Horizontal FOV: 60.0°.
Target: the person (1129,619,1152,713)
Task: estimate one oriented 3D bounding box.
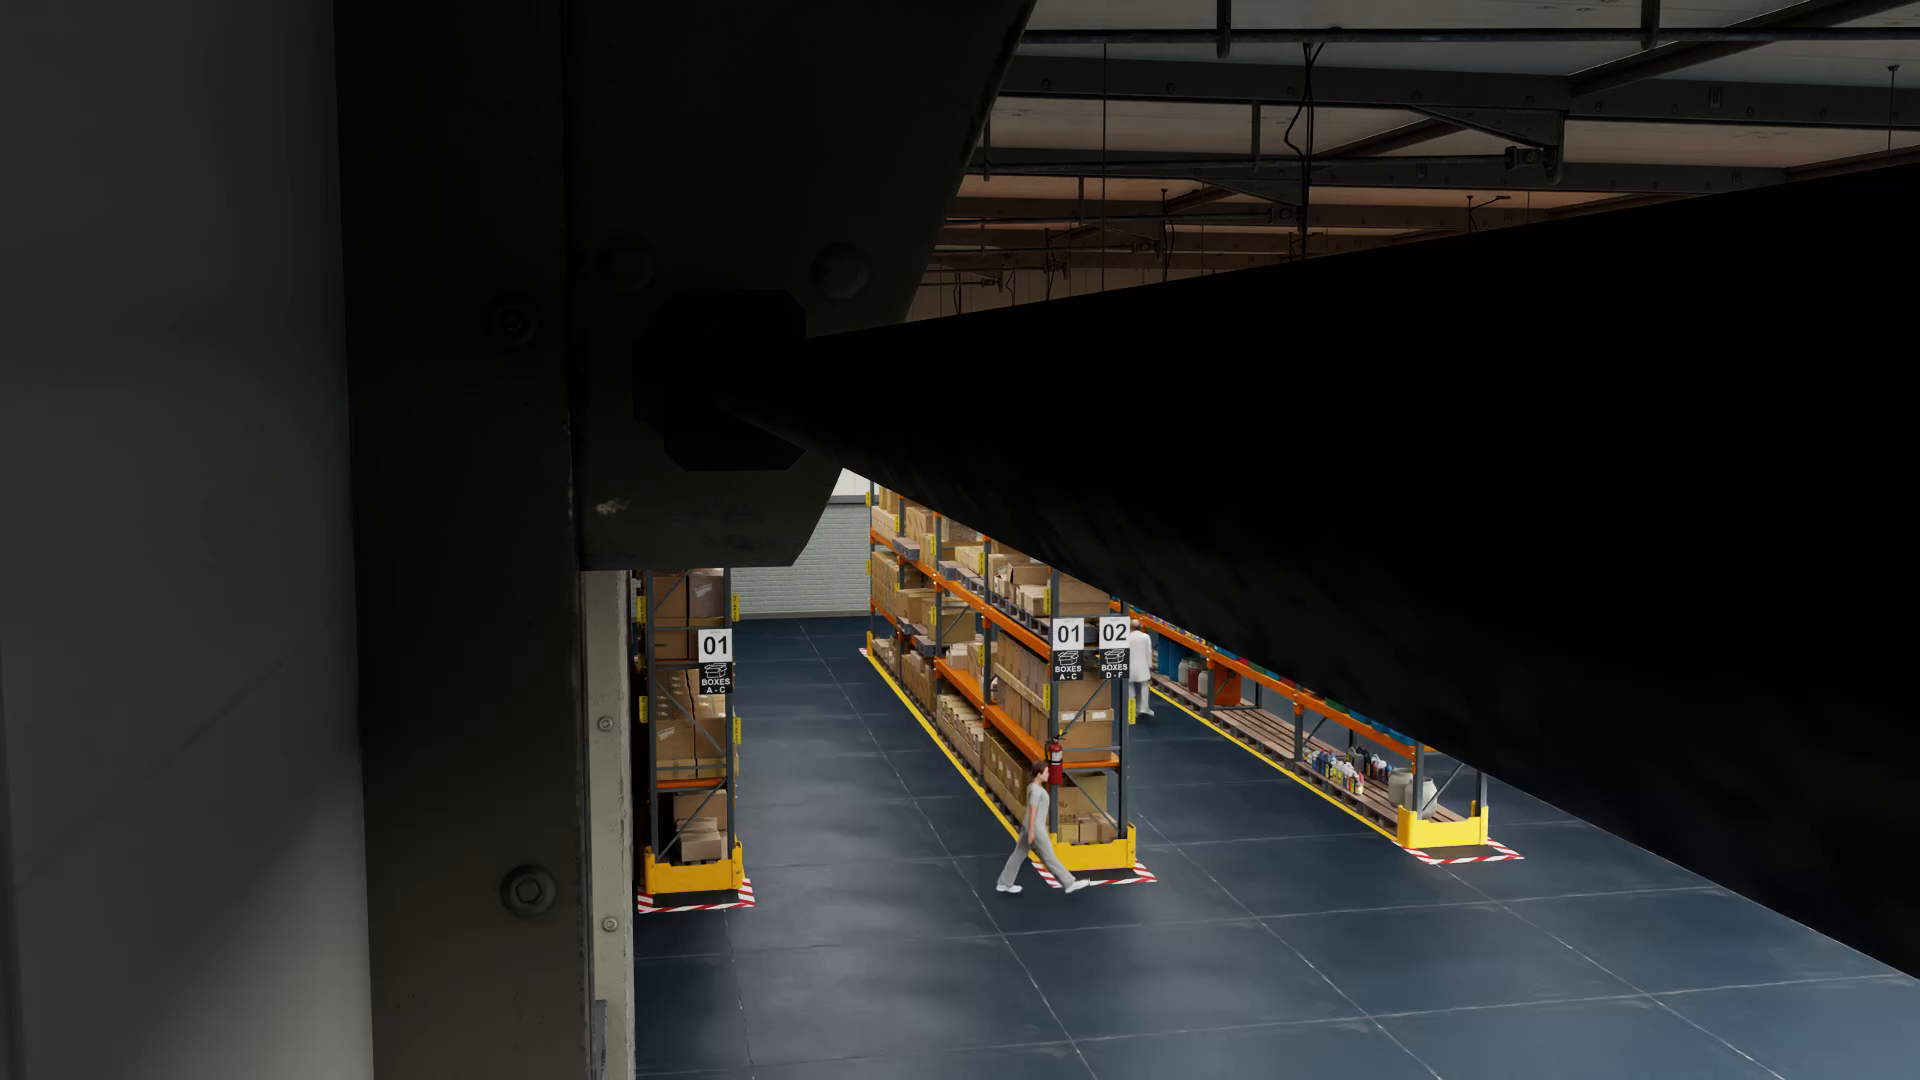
[{"bbox_3d":[4.485,4.129,12.719,6.076,1.779,35.120,-1,6,-12],"label":"person"}]

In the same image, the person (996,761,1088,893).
[{"bbox_3d":[0.972,3.434,19.902,1.069,1.603,0.486,-1,6,-9],"label":"person"}]
